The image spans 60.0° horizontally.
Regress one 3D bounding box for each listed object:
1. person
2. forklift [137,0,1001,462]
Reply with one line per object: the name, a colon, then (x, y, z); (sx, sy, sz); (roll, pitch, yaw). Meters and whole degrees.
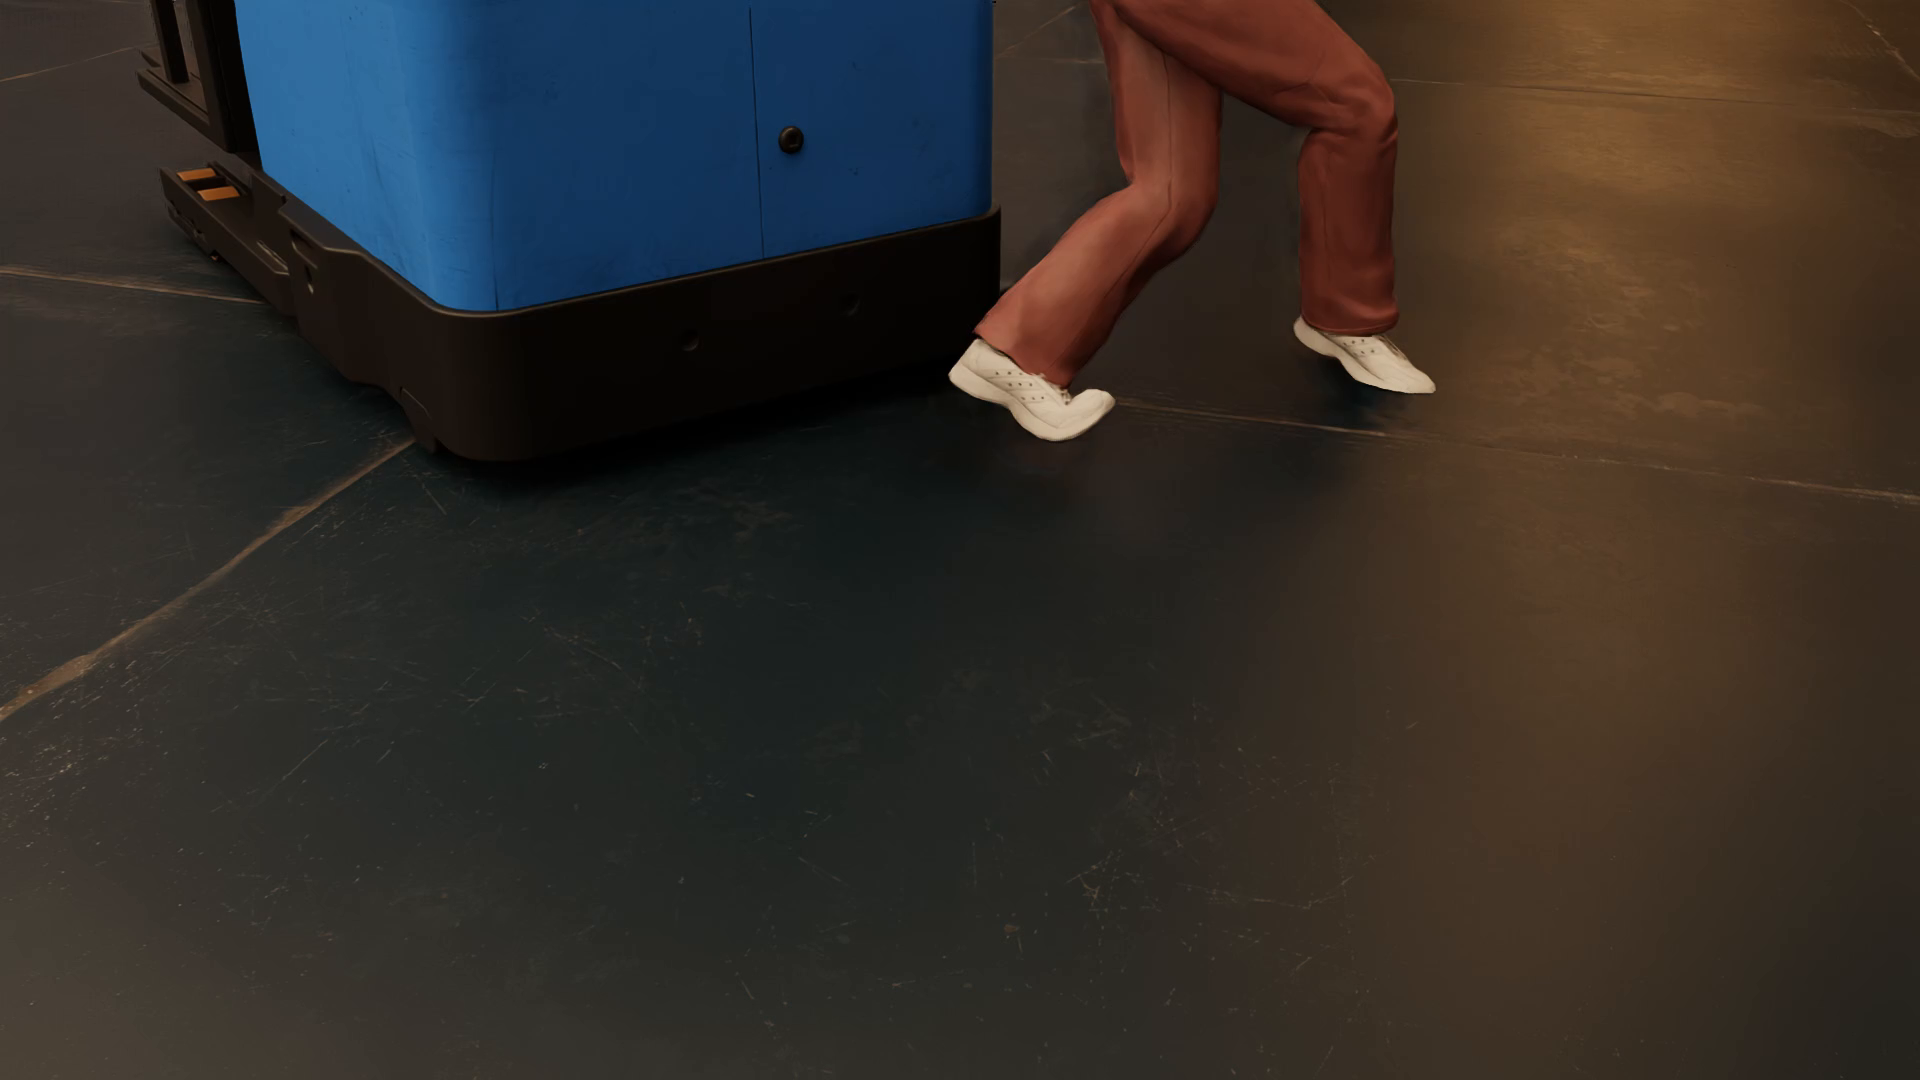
person: (0.544, -0.850, 2.625); (1.035, 1.465, 0.829); (6, 28, 12)
forklift: (-1.189, -2.041, 3.275); (1.130, 2.935, 3.031); (-18, 32, -31)
